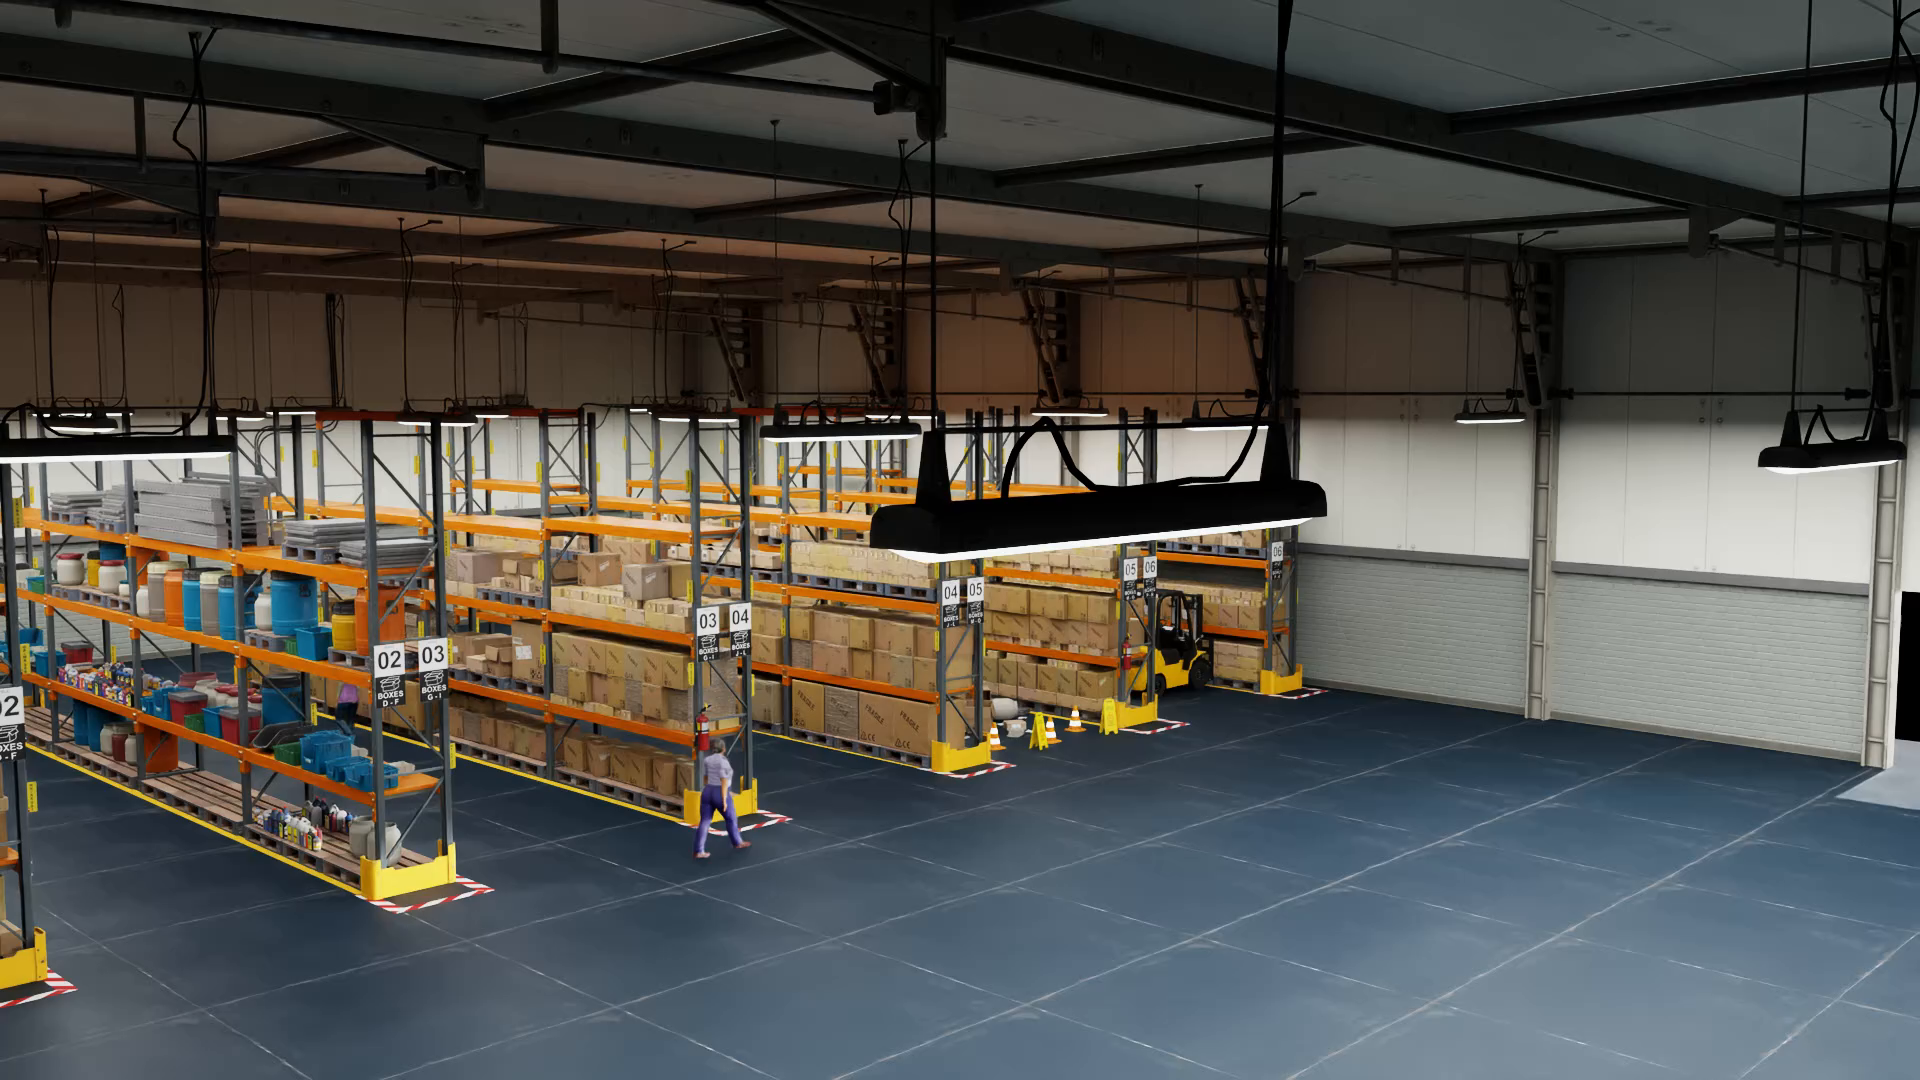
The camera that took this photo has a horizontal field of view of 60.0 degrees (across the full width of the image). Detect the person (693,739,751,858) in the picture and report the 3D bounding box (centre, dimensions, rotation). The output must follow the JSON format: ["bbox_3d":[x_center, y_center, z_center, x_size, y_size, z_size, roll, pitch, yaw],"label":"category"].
[{"bbox_3d":[-3.305,3.500,22.780,0.515,1.572,0.993,3,6,29],"label":"person"}]

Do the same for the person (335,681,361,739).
[{"bbox_3d":[-10.859,2.961,29.608,0.444,1.489,0.481,-5,7,-44],"label":"person"}]
